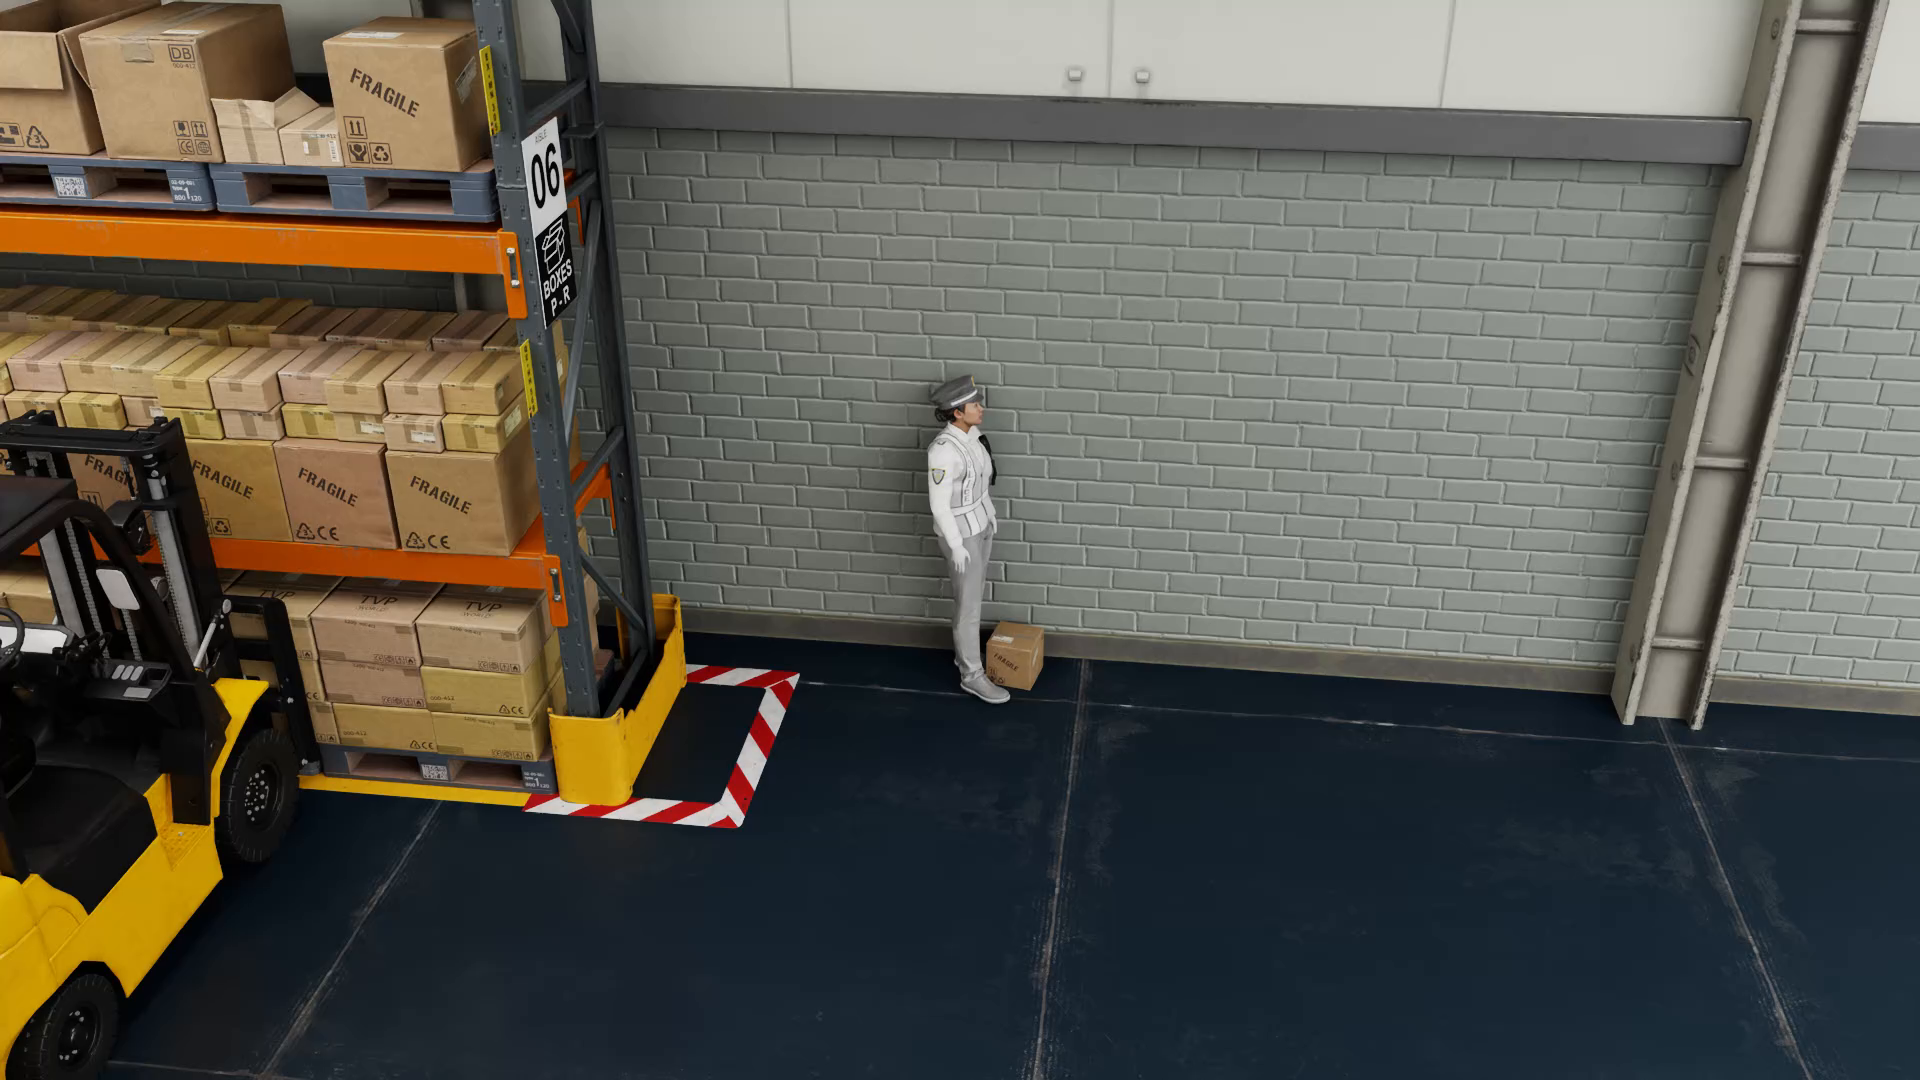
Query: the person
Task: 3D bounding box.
[{"bbox_3d":[0.092,-0.041,8.646,0.534,1.696,0.587,10,30,18],"label":"person"}]
